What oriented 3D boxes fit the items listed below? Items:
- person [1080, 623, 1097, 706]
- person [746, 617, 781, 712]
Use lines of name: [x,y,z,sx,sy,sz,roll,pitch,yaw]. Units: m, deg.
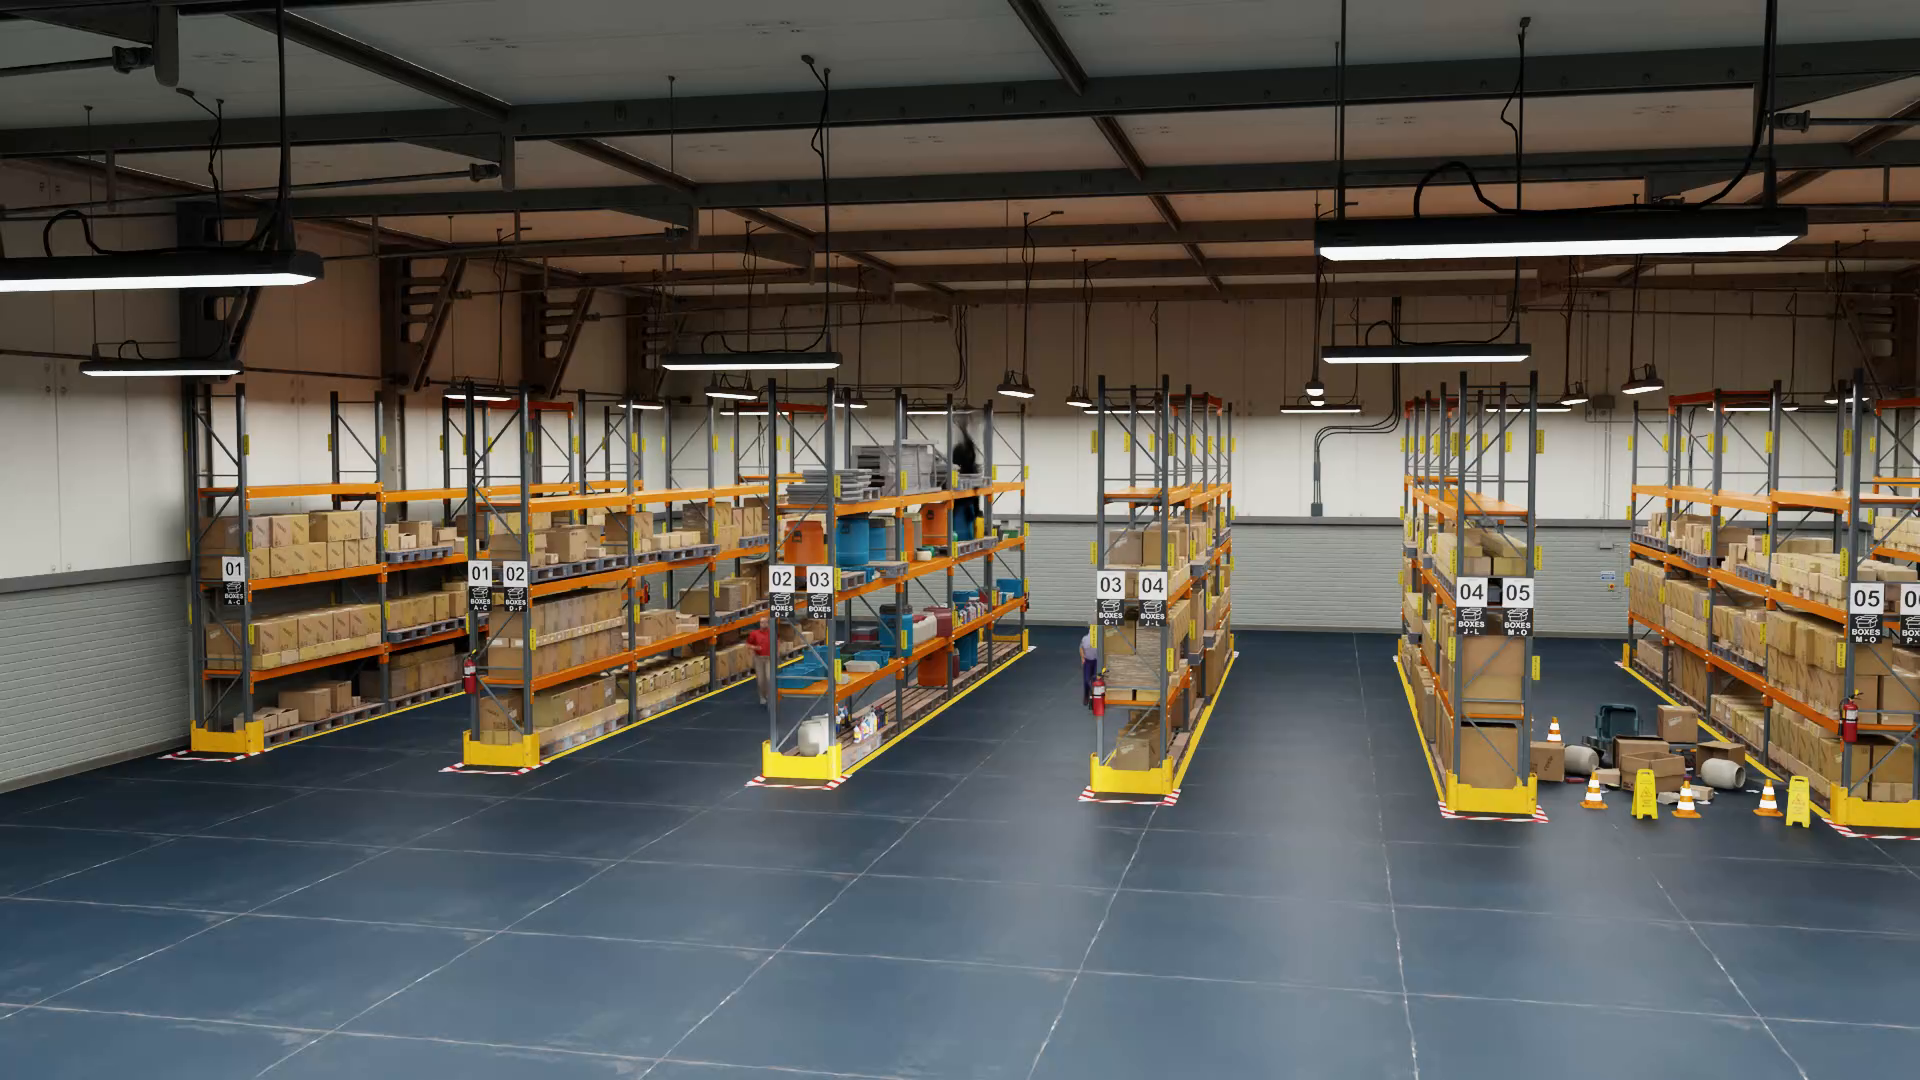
person: [2.539,2.387,31.565,0.586,1.613,0.576,1,3,12]
person: [-3.723,2.337,31.542,0.644,1.787,0.826,0,3,-4]
